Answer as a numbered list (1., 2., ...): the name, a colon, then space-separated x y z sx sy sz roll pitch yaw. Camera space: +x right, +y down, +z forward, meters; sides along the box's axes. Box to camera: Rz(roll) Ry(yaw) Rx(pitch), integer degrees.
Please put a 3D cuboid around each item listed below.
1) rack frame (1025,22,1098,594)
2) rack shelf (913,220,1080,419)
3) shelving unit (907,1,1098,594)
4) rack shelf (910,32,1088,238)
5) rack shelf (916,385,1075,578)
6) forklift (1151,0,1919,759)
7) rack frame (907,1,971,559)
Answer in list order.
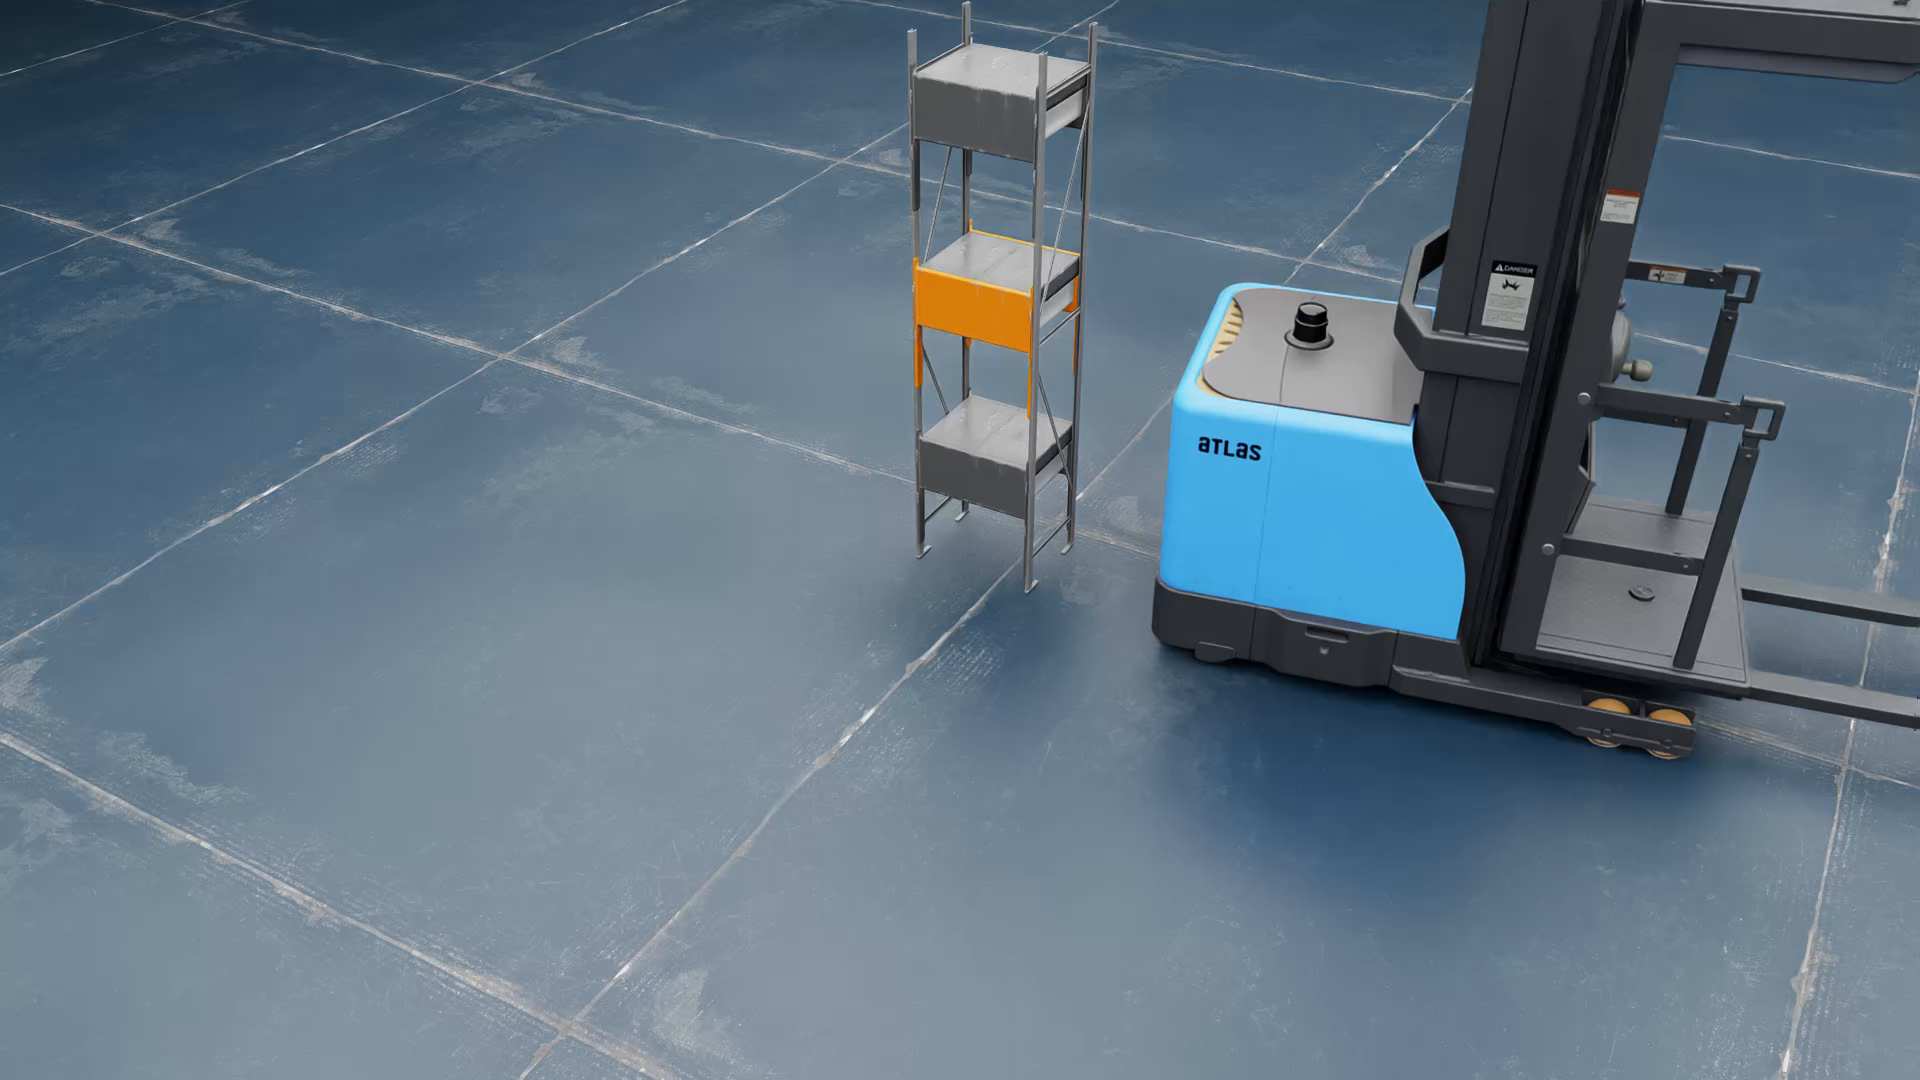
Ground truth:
1. rack frame: 0.356 -0.761 5.999 0.015 2.100 0.400 18 37 24
2. rack shelf: 0.144 -0.817 6.107 0.480 0.518 0.431 18 37 24
3. shelving unit: 0.144 -0.828 6.100 0.503 2.100 0.431 18 37 24
4. rack shelf: 0.144 -1.400 5.719 0.480 0.518 0.431 18 37 24
5. rack shelf: 0.144 -0.234 6.495 0.480 0.518 0.431 18 37 24
6. forklift: 2.280 -0.810 5.322 3.031 2.935 1.130 10 35 15
7. rack frame: -0.068 -0.896 6.200 0.015 2.100 0.400 18 37 24
